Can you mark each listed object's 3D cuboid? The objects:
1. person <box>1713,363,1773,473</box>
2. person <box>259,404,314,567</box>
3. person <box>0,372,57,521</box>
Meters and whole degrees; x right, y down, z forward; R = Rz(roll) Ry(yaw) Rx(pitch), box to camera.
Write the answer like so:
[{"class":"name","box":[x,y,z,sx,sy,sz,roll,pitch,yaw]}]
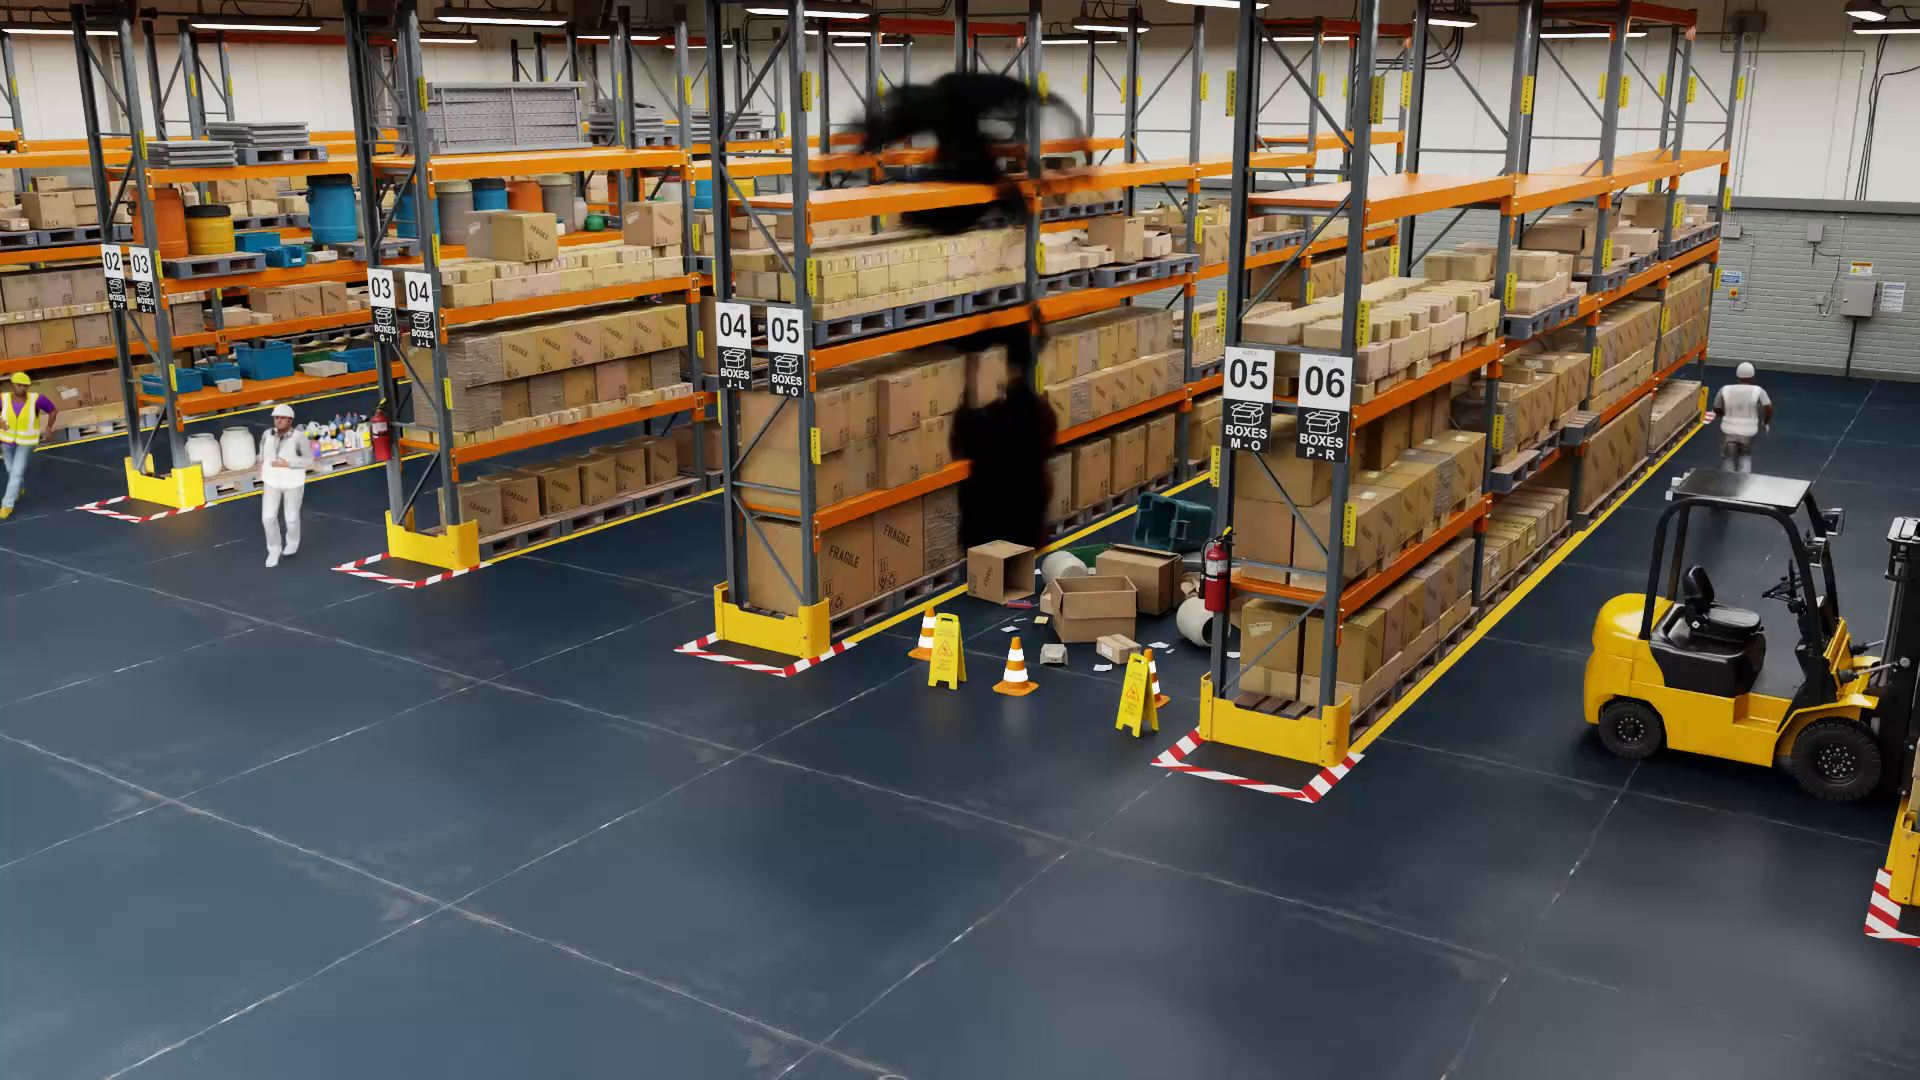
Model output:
[{"class":"person","box":[9.769,-1.370,20.832,0.667,1.741,0.638,7,17,23]},{"class":"person","box":[-7.337,-0.604,18.196,0.632,1.822,0.689,-1,16,-5]},{"class":"person","box":[-11.482,-1.196,20.316,0.781,1.727,0.977,-3,16,-11]}]
